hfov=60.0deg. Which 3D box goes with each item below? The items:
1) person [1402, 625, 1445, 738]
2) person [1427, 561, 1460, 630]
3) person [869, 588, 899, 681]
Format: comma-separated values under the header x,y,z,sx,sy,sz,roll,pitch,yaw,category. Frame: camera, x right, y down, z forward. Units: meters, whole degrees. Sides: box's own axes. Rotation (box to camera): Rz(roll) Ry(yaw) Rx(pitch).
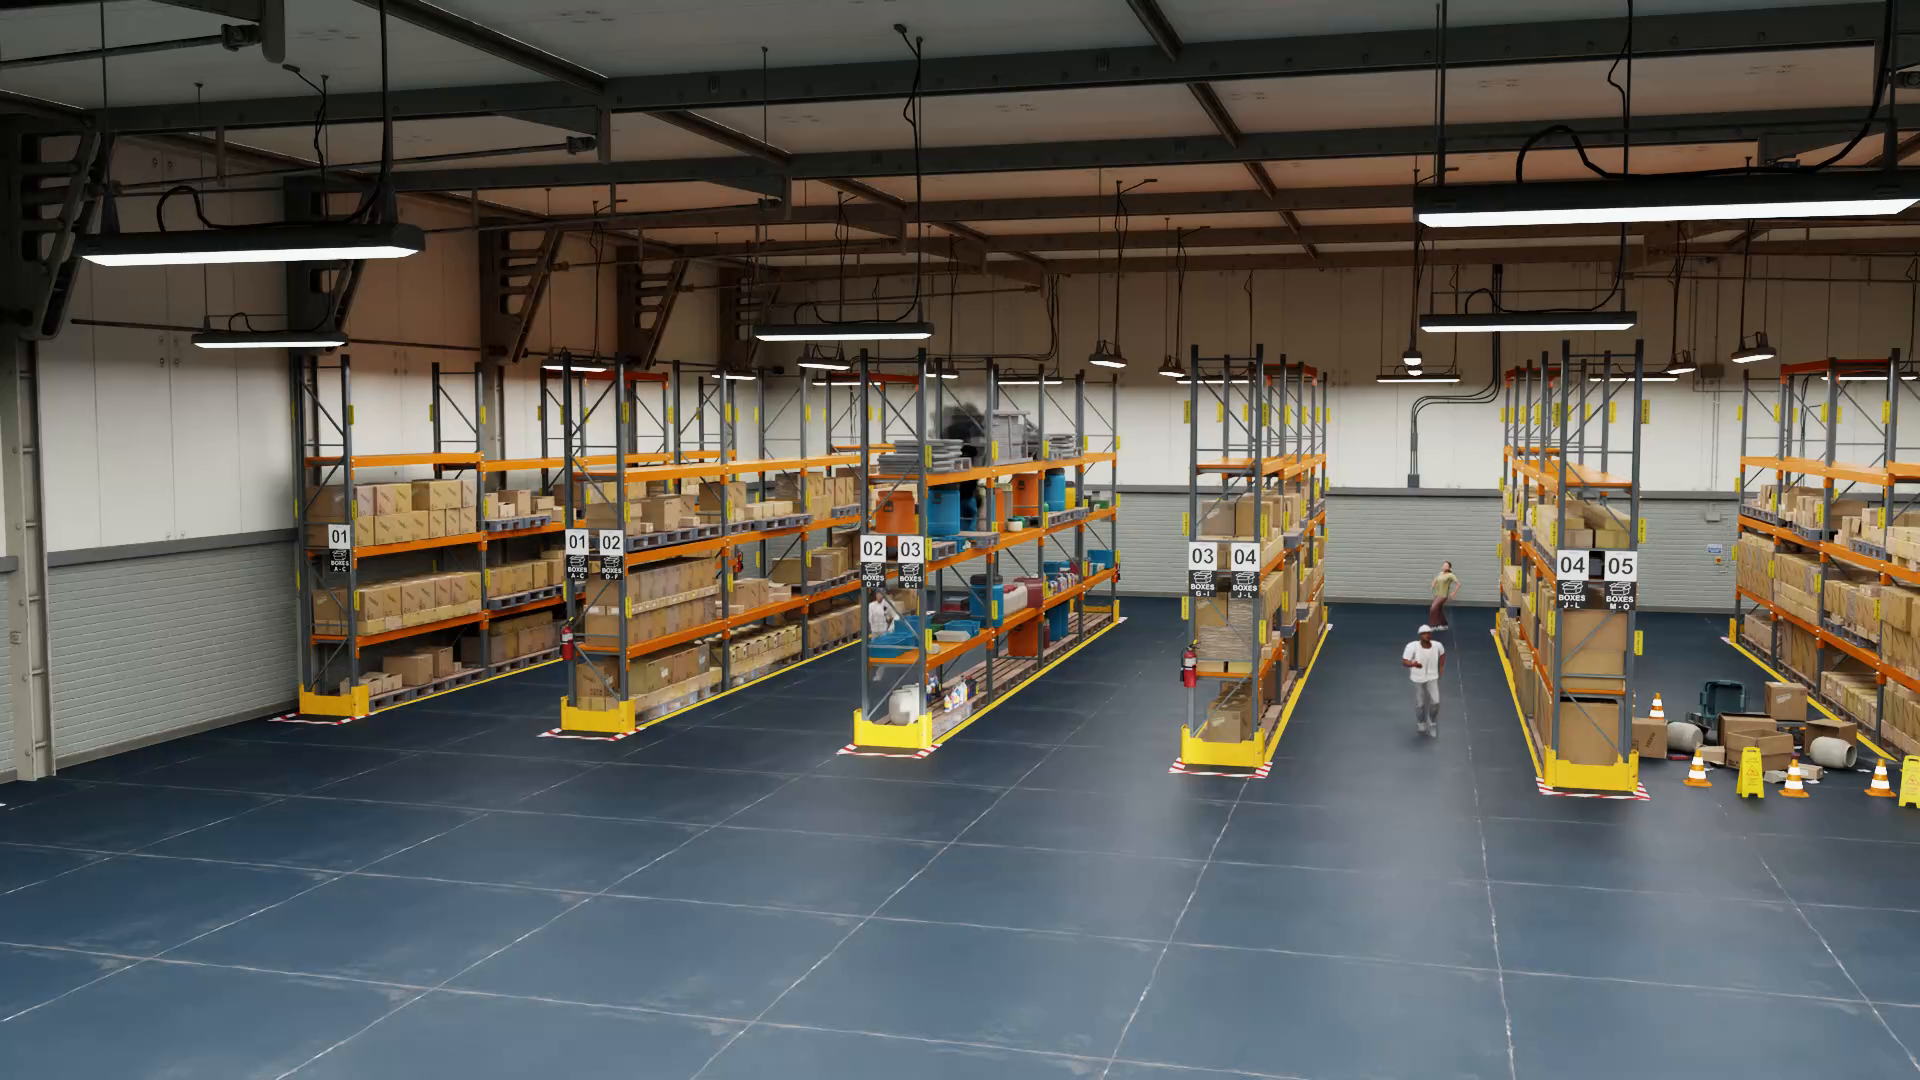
x,y,z,sx,sy,sz,roll,pitch,yaw,category
7.231,2.192,25.902,0.680,1.768,0.751,1,4,8,person
11.060,1.317,38.285,0.758,1.671,0.616,-2,5,-22,person
-1.420,1.651,29.693,0.619,1.676,0.618,1,4,12,person
